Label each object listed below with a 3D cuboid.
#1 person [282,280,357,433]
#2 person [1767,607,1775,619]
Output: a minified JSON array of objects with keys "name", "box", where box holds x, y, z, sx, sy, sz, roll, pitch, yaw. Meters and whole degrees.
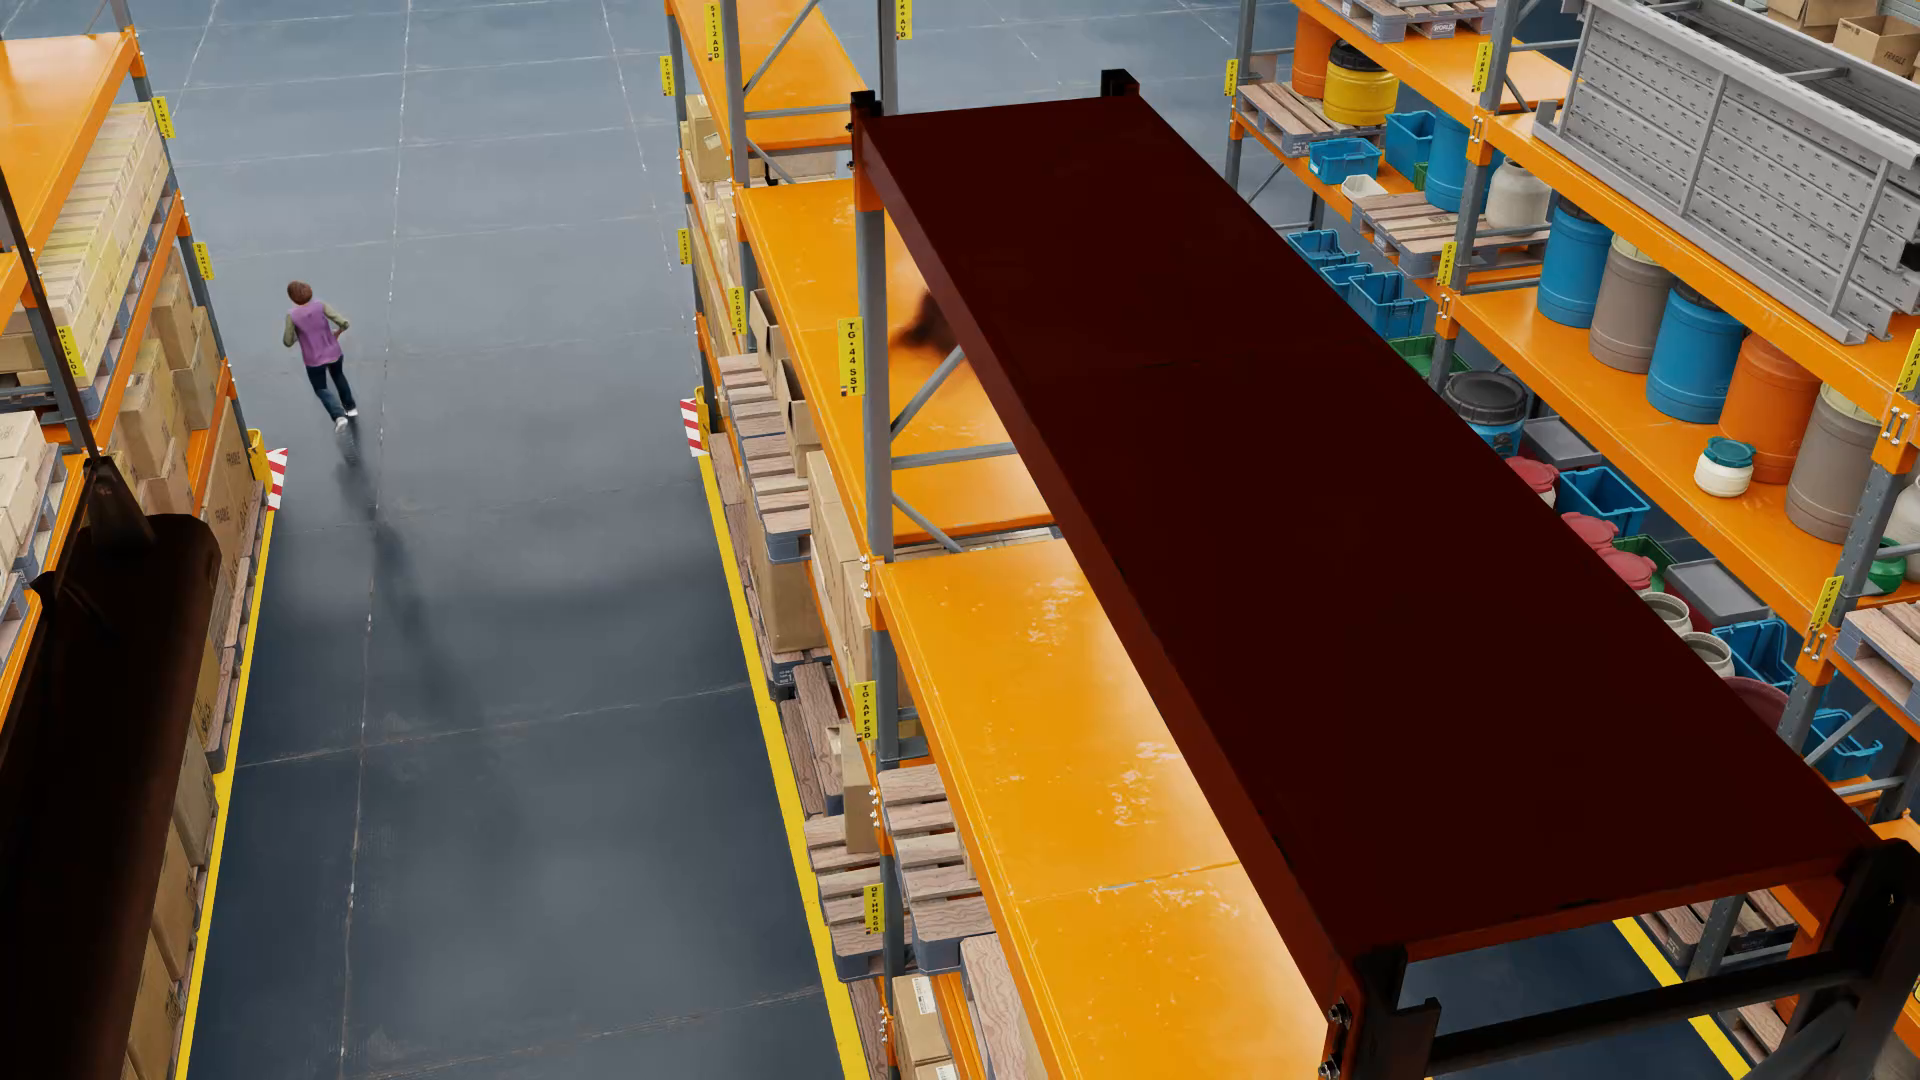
[{"name":"person","box":[-5.831,-1.648,15.163,0.566,1.570,0.771,-24,41,-31]},{"name":"person","box":[5.970,0.142,12.398,0.596,1.741,0.766,-9,35,-13]}]
